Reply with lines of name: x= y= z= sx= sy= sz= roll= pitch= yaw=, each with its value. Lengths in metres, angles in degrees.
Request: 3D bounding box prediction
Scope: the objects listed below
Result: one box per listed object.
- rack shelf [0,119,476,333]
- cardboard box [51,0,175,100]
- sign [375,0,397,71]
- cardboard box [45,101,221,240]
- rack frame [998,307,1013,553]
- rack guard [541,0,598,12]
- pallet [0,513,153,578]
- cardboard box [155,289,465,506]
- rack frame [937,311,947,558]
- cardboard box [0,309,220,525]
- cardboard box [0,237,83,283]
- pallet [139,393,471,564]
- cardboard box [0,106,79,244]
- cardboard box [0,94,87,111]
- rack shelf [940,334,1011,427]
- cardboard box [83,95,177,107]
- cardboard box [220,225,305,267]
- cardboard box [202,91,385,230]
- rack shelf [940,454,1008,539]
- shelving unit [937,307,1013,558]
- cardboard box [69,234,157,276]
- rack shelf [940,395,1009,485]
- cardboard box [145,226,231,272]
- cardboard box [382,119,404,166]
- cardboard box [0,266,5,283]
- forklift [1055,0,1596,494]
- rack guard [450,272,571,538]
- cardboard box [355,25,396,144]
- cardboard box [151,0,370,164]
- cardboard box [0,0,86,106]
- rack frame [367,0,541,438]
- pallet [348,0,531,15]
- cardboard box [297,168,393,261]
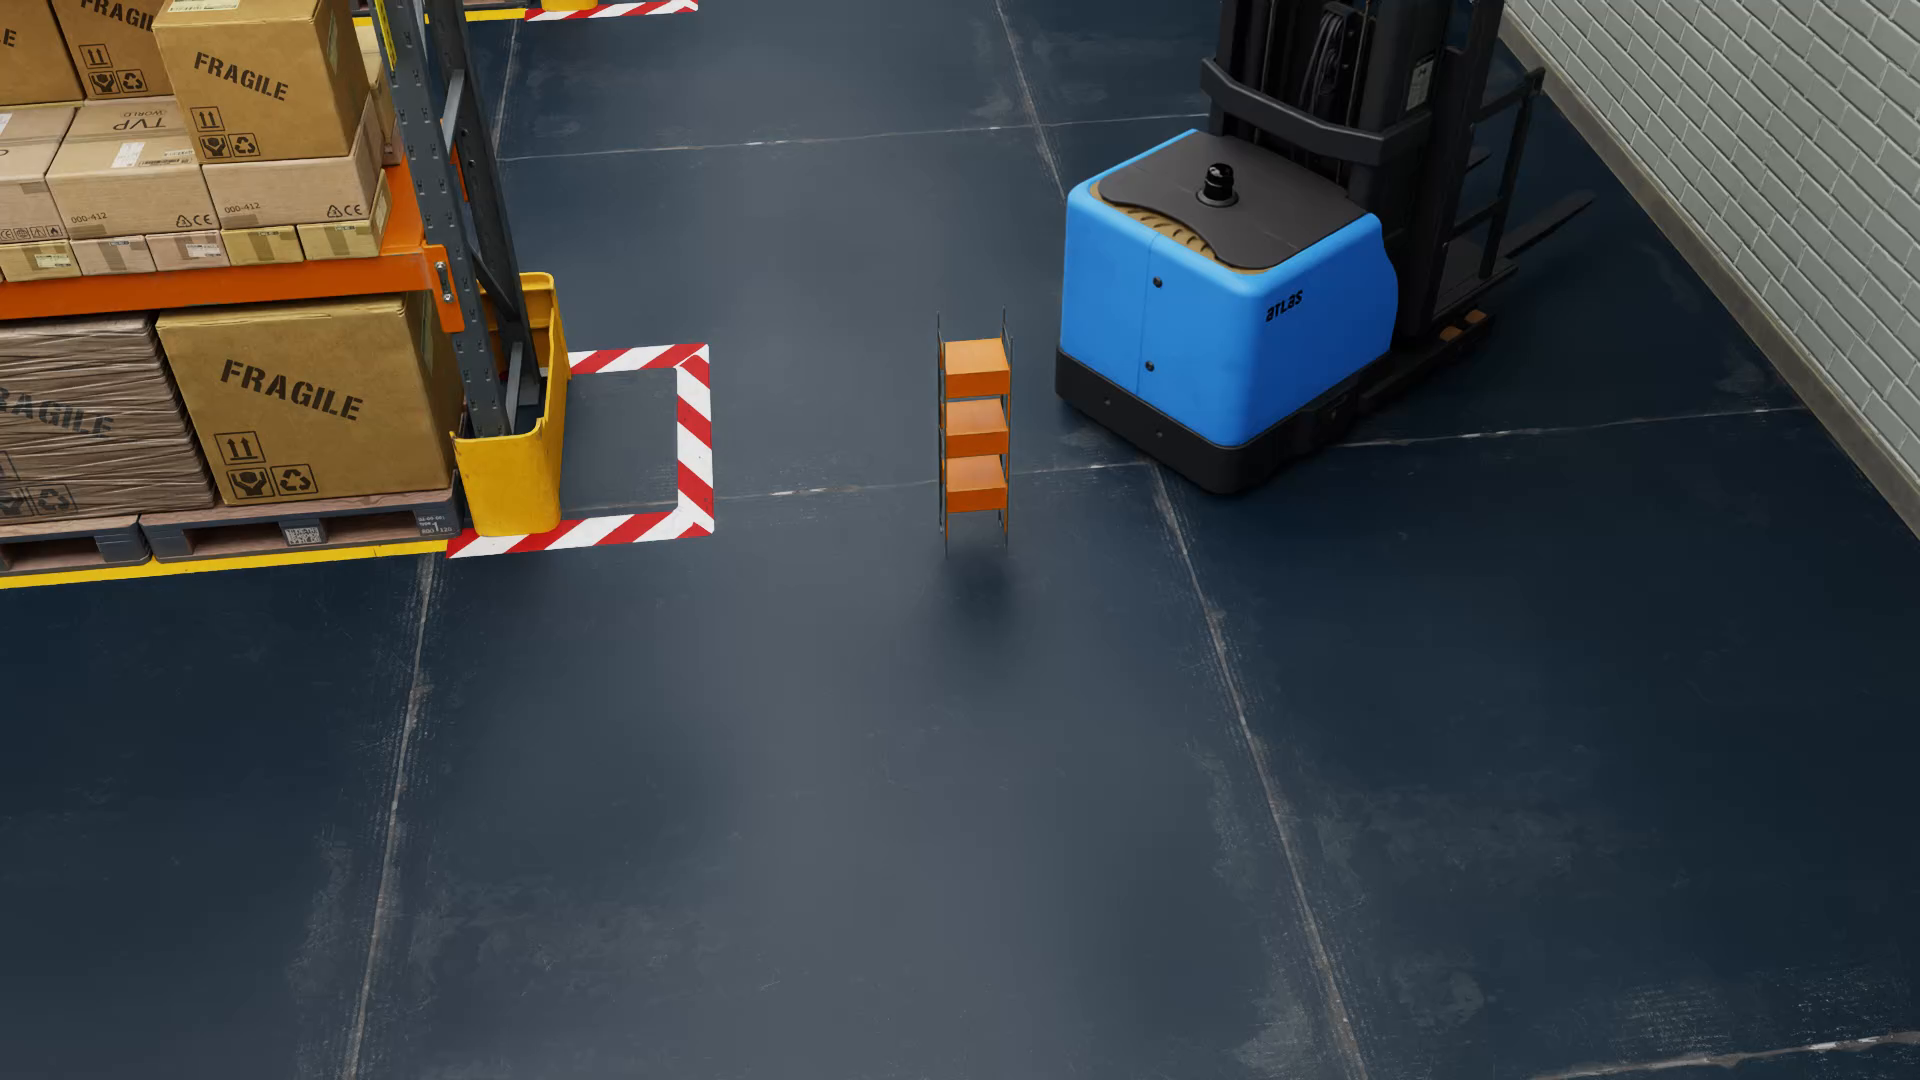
rack shelf: x=-3.888 y=-1.079 z=6.244 sx=4.000 sy=0.370 sz=1.077 roll=-5 pitch=42 yaw=-6
cardboard box: x=-2.912 y=-1.947 z=5.999 sx=0.500 sy=0.500 sz=0.500 roll=-6 pitch=42 yaw=-7
sign: x=-1.848 y=-1.676 z=5.327 sx=0.005 sy=0.325 sz=0.100 roll=-5 pitch=42 yaw=-6
cardboard box: x=-2.854 y=-1.313 z=5.856 sx=0.500 sy=0.250 sz=0.500 roll=-6 pitch=42 yaw=-6
rack frame: x=0.174 y=-0.405 z=6.415 sx=0.008 sy=1.050 sz=0.200 roll=-5 pitch=42 yaw=-6
rack guard: x=-2.525 y=-3.892 z=10.691 sx=0.348 sy=0.500 sz=1.175 roll=-5 pitch=42 yaw=-6
pallet: x=-3.895 y=-0.259 z=6.880 sx=1.213 sy=0.211 sz=1.003 roll=-5 pitch=42 yaw=-6
cardboard box: x=-2.529 y=-0.778 z=6.646 sx=0.875 sy=0.875 sz=0.875 roll=-5 pitch=42 yaw=-6
rack frame: x=-0.068 y=-0.384 z=6.392 sx=0.008 sy=1.050 sz=0.200 roll=-5 pitch=42 yaw=-6
cardboard box: x=-3.431 y=-0.699 z=6.558 sx=0.875 sy=0.875 sz=0.875 roll=-5 pitch=42 yaw=-6
cardboard box: x=-3.228 y=-1.087 z=5.903 sx=0.250 sy=0.149 sz=0.380 roll=-6 pitch=42 yaw=-6
pallet: x=-2.688 y=-0.363 z=6.995 sx=1.213 sy=0.211 sz=1.003 roll=-5 pitch=42 yaw=-6
cardboard box: x=-3.359 y=-1.268 z=5.806 sx=0.500 sy=0.250 sz=0.500 roll=-6 pitch=42 yaw=-7
cardboard box: x=-3.429 y=-1.621 z=6.198 sx=0.500 sy=0.250 sz=0.500 roll=-6 pitch=42 yaw=-7
rack shelf: x=0.053 y=-0.597 z=6.221 sx=0.240 sy=0.259 sz=0.215 roll=-5 pitch=42 yaw=-6
cardboard box: x=-2.930 y=-1.663 z=6.244 sx=0.500 sy=0.250 sz=0.500 roll=-5 pitch=42 yaw=-6
cardboard box: x=-2.473 y=-1.153 z=5.977 sx=0.250 sy=0.149 sz=0.380 roll=-5 pitch=42 yaw=-5
cardboard box: x=-2.351 y=-1.356 z=5.904 sx=0.500 sy=0.250 sz=0.500 roll=-6 pitch=42 yaw=-6
rack shelf: x=0.053 y=-0.180 z=6.597 sx=0.240 sy=0.259 sz=0.215 roll=-5 pitch=42 yaw=-6
shelving unit: x=0.053 y=-0.394 z=6.404 sx=0.252 sy=1.050 sz=0.215 roll=-5 pitch=42 yaw=-6
cardboard box: x=-2.971 y=-1.111 z=5.930 sx=0.250 sy=0.149 sz=0.380 roll=-4 pitch=42 yaw=-5
rack shelf: x=0.053 y=-0.387 z=6.411 sx=0.240 sy=0.259 sz=0.215 roll=-5 pitch=42 yaw=-6
cardboard box: x=-2.723 y=-1.132 z=5.953 sx=0.250 sy=0.149 sz=0.380 roll=-5 pitch=42 yaw=-5
cardboard box: x=-2.300 y=-1.615 z=6.488 sx=0.250 sy=0.149 sz=0.380 roll=-5 pitch=42 yaw=-5
cardboard box: x=-3.485 y=-1.064 z=5.878 sx=0.250 sy=0.149 sz=0.380 roll=-5 pitch=42 yaw=-5
forklift: x=1.848 y=-2.137 z=6.931 sx=3.031 sy=2.935 sz=1.130 roll=-31 pitch=51 yaw=-30
rack guard: x=-1.881 y=-0.594 z=7.035 sx=0.348 sy=0.500 sz=1.175 roll=-5 pitch=42 yaw=-6
cardboard box: x=-2.416 y=-1.712 z=6.299 sx=0.500 sy=0.250 sz=0.500 roll=-6 pitch=42 yaw=-7
cardboard box: x=-2.354 y=-1.636 z=5.654 sx=0.500 sy=0.500 sz=0.500 roll=-5 pitch=42 yaw=-5
cardboard box: x=-3.425 y=-1.898 z=5.945 sx=0.500 sy=0.500 sz=0.500 roll=-6 pitch=42 yaw=-7
rack frame: x=-1.905 y=-1.520 z=6.195 sx=0.127 sy=3.000 sz=1.000 roll=-5 pitch=42 yaw=-6
pallet: x=-3.370 y=-3.728 z=10.725 sx=1.213 sy=0.211 sz=1.003 roll=-5 pitch=42 yaw=-6
cardboard box: x=-2.215 y=-1.177 z=6.003 sx=0.250 sy=0.149 sz=0.380 roll=-4 pitch=42 yaw=-5
